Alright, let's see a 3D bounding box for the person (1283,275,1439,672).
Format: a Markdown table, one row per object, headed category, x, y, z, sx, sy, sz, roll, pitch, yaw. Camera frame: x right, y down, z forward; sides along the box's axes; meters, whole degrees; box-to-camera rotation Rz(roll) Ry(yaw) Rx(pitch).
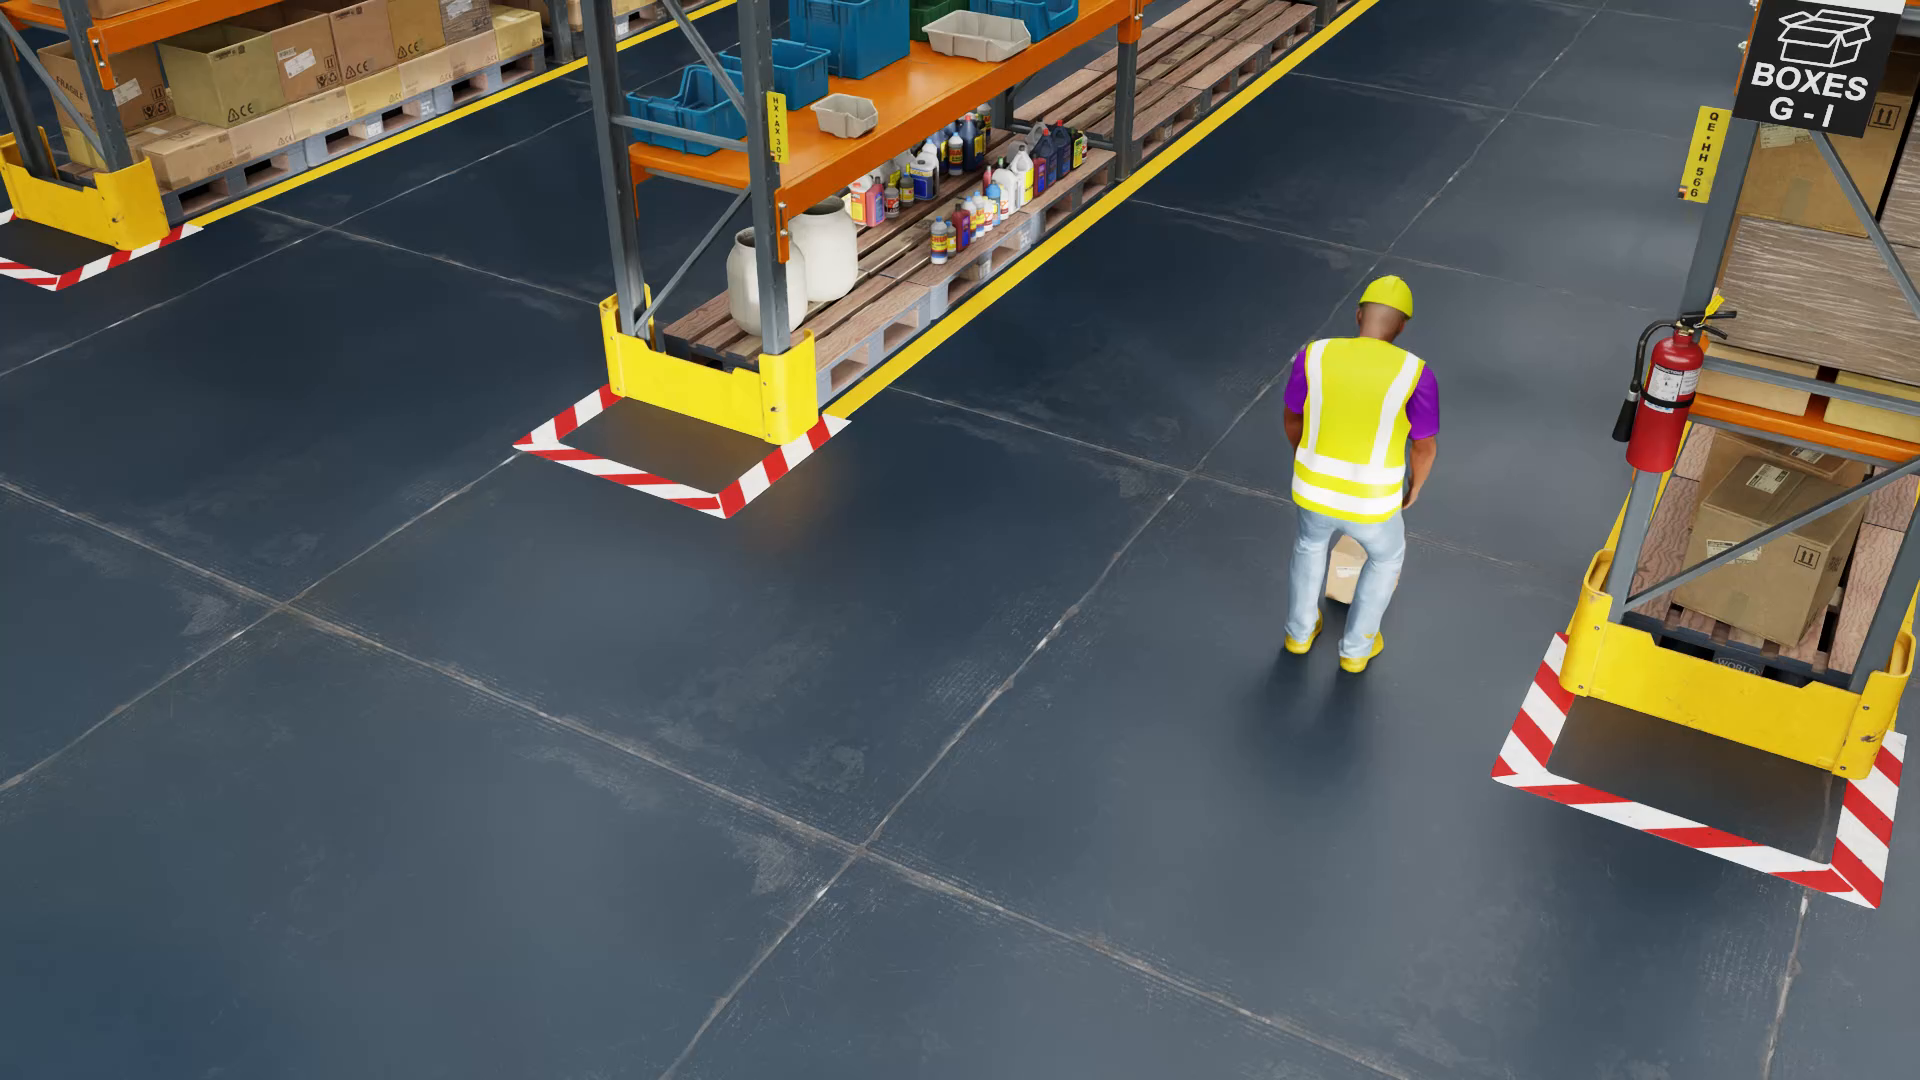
| category | x | y | z | sx | sy | sz | roll | pitch | yaw |
| --- | --- | --- | --- | --- | --- | --- | --- | --- | --- |
| person | 1.549 | -0.243 | 6.621 | 0.616 | 1.613 | 0.599 | 18 | 38 | 25 |
